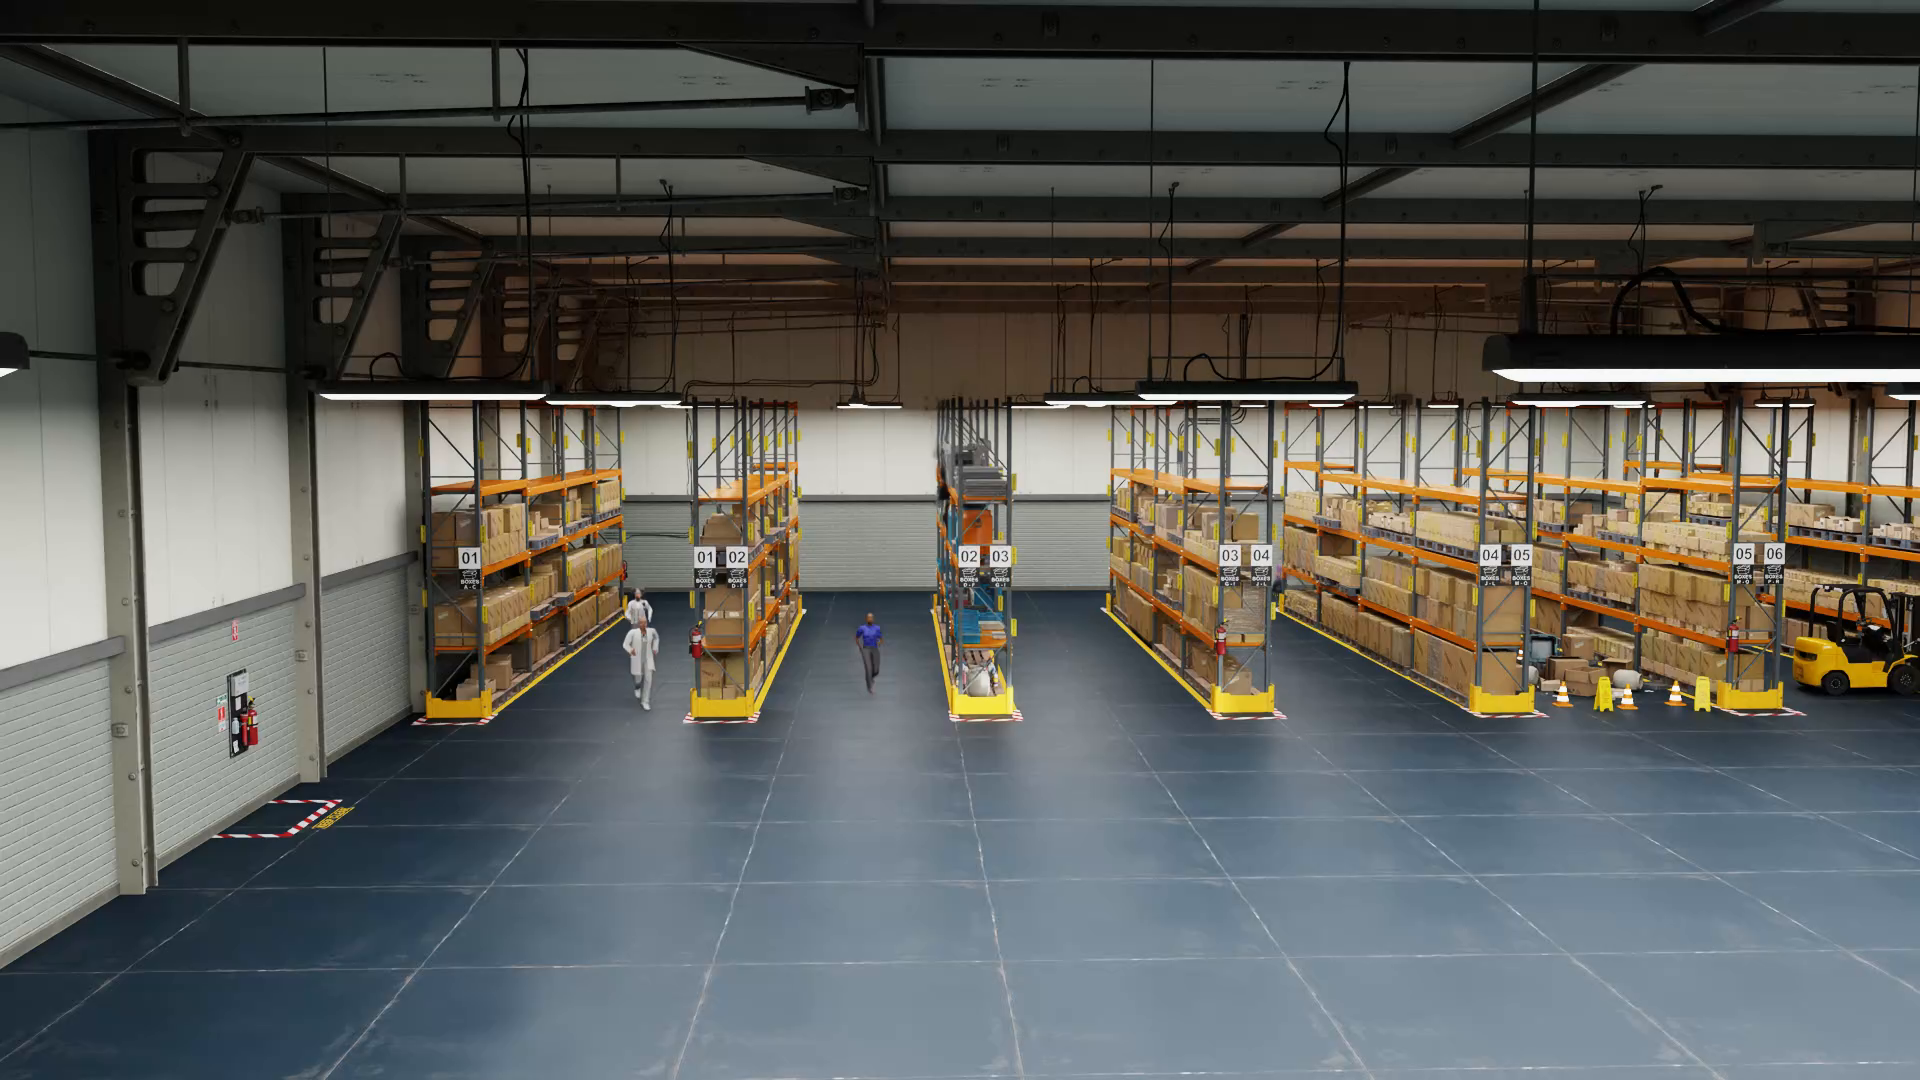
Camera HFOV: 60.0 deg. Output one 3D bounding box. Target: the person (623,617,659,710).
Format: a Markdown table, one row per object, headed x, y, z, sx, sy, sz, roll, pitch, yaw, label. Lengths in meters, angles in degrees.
| x | y | z | sx | sy | sz | roll | pitch | yaw | label |
| --- | --- | --- | --- | --- | --- | --- | --- | --- | --- |
| -6.185 | 2.415 | 32.362 | 0.722 | 1.678 | 1.017 | -2 | 5 | -20 | person |

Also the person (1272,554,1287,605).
| x | y | z | sx | sy | sz | roll | pitch | yaw | label |
| --- | --- | --- | --- | --- | --- | --- | --- | --- | --- |
| 9.447 | 1.161 | 48.961 | 0.520 | 1.532 | 0.529 | -3 | 5 | -34 | person |

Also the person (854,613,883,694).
| x | y | z | sx | sy | sz | roll | pitch | yaw | label |
| --- | --- | --- | --- | --- | --- | --- | --- | --- | --- |
| -1.862 | 2.297 | 33.961 | 0.568 | 1.605 | 0.759 | -1 | 5 | -15 | person |

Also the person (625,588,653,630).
| x | y | z | sx | sy | sz | roll | pitch | yaw | label |
| --- | --- | --- | --- | --- | --- | --- | --- | --- | --- |
| -7.409 | 1.930 | 38.411 | 0.632 | 1.661 | 0.861 | -1 | 4 | -11 | person |
